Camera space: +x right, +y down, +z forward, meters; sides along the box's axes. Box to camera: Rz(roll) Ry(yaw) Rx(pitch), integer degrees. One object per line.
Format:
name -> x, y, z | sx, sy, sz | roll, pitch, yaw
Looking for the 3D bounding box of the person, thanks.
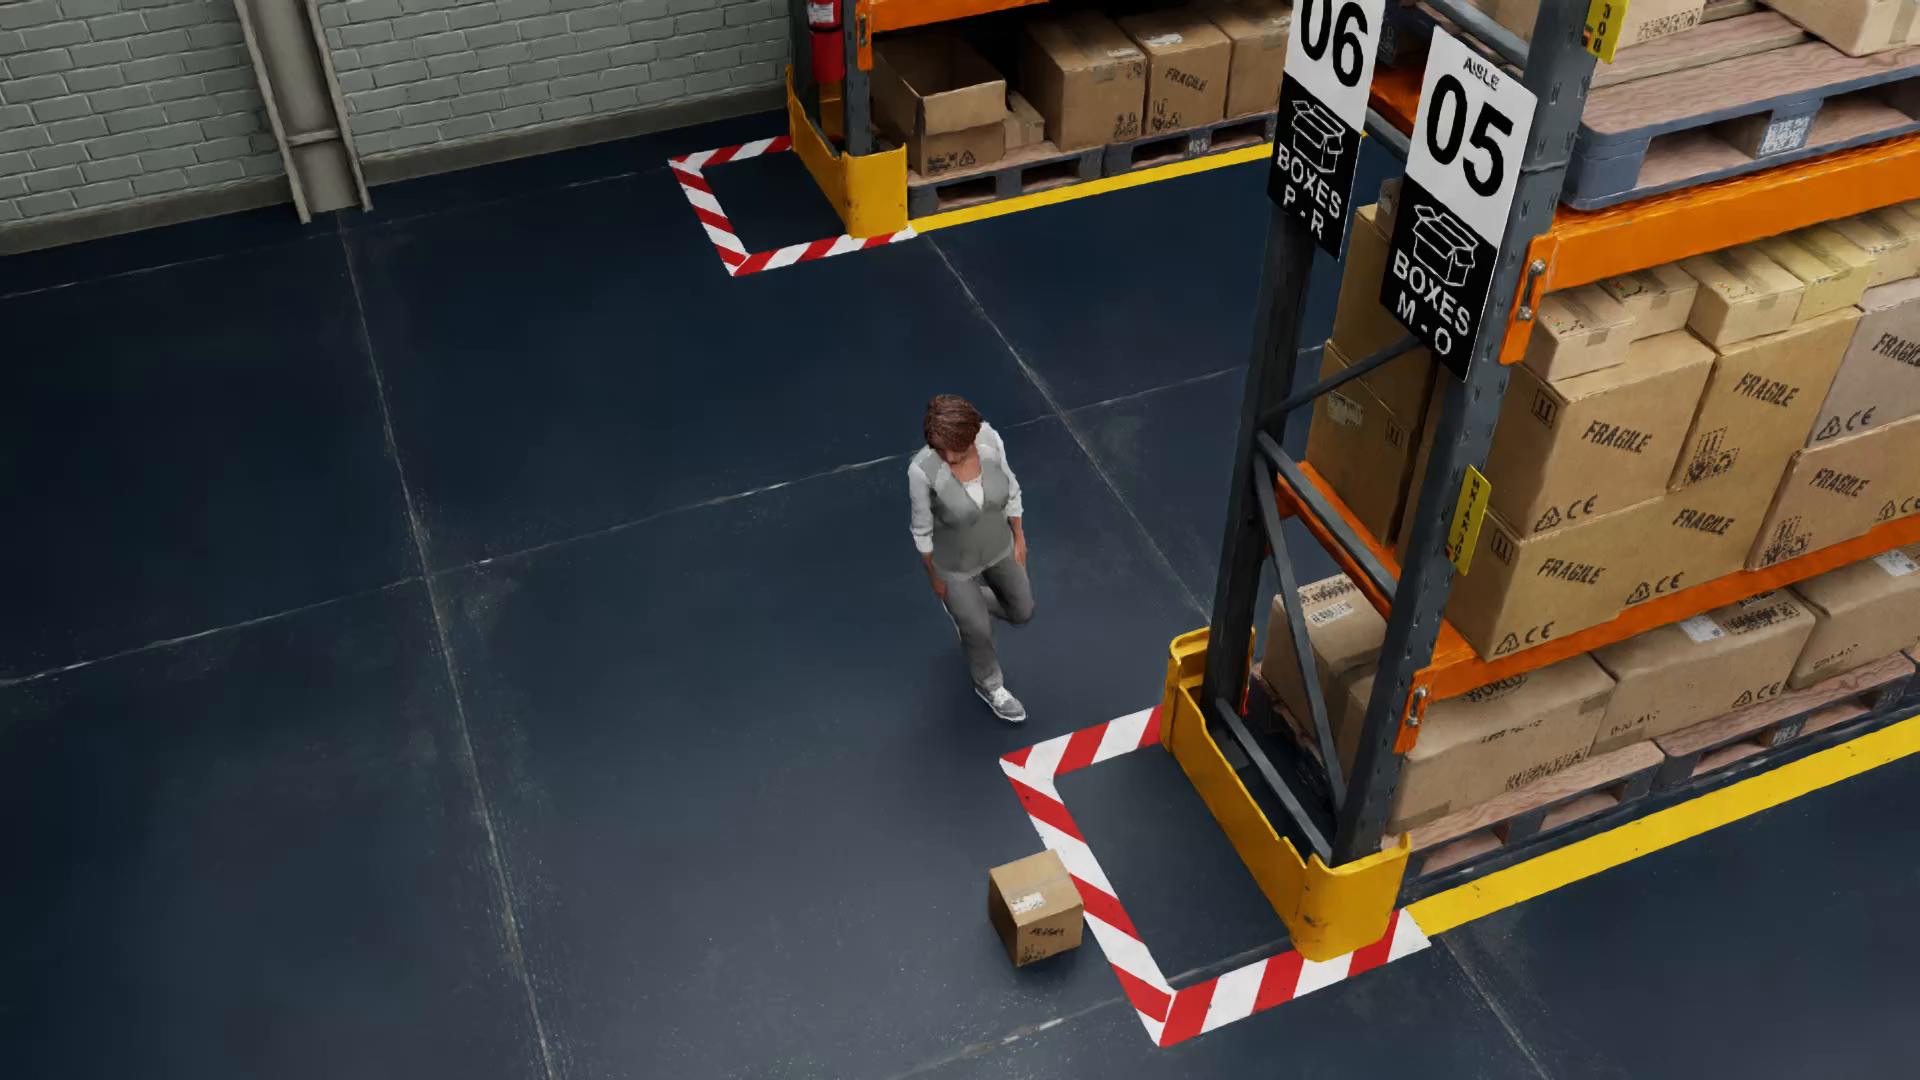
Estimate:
person -> 0.006, 0.031, 6.145 | 0.463, 1.572, 0.544 | -24, 48, -24
